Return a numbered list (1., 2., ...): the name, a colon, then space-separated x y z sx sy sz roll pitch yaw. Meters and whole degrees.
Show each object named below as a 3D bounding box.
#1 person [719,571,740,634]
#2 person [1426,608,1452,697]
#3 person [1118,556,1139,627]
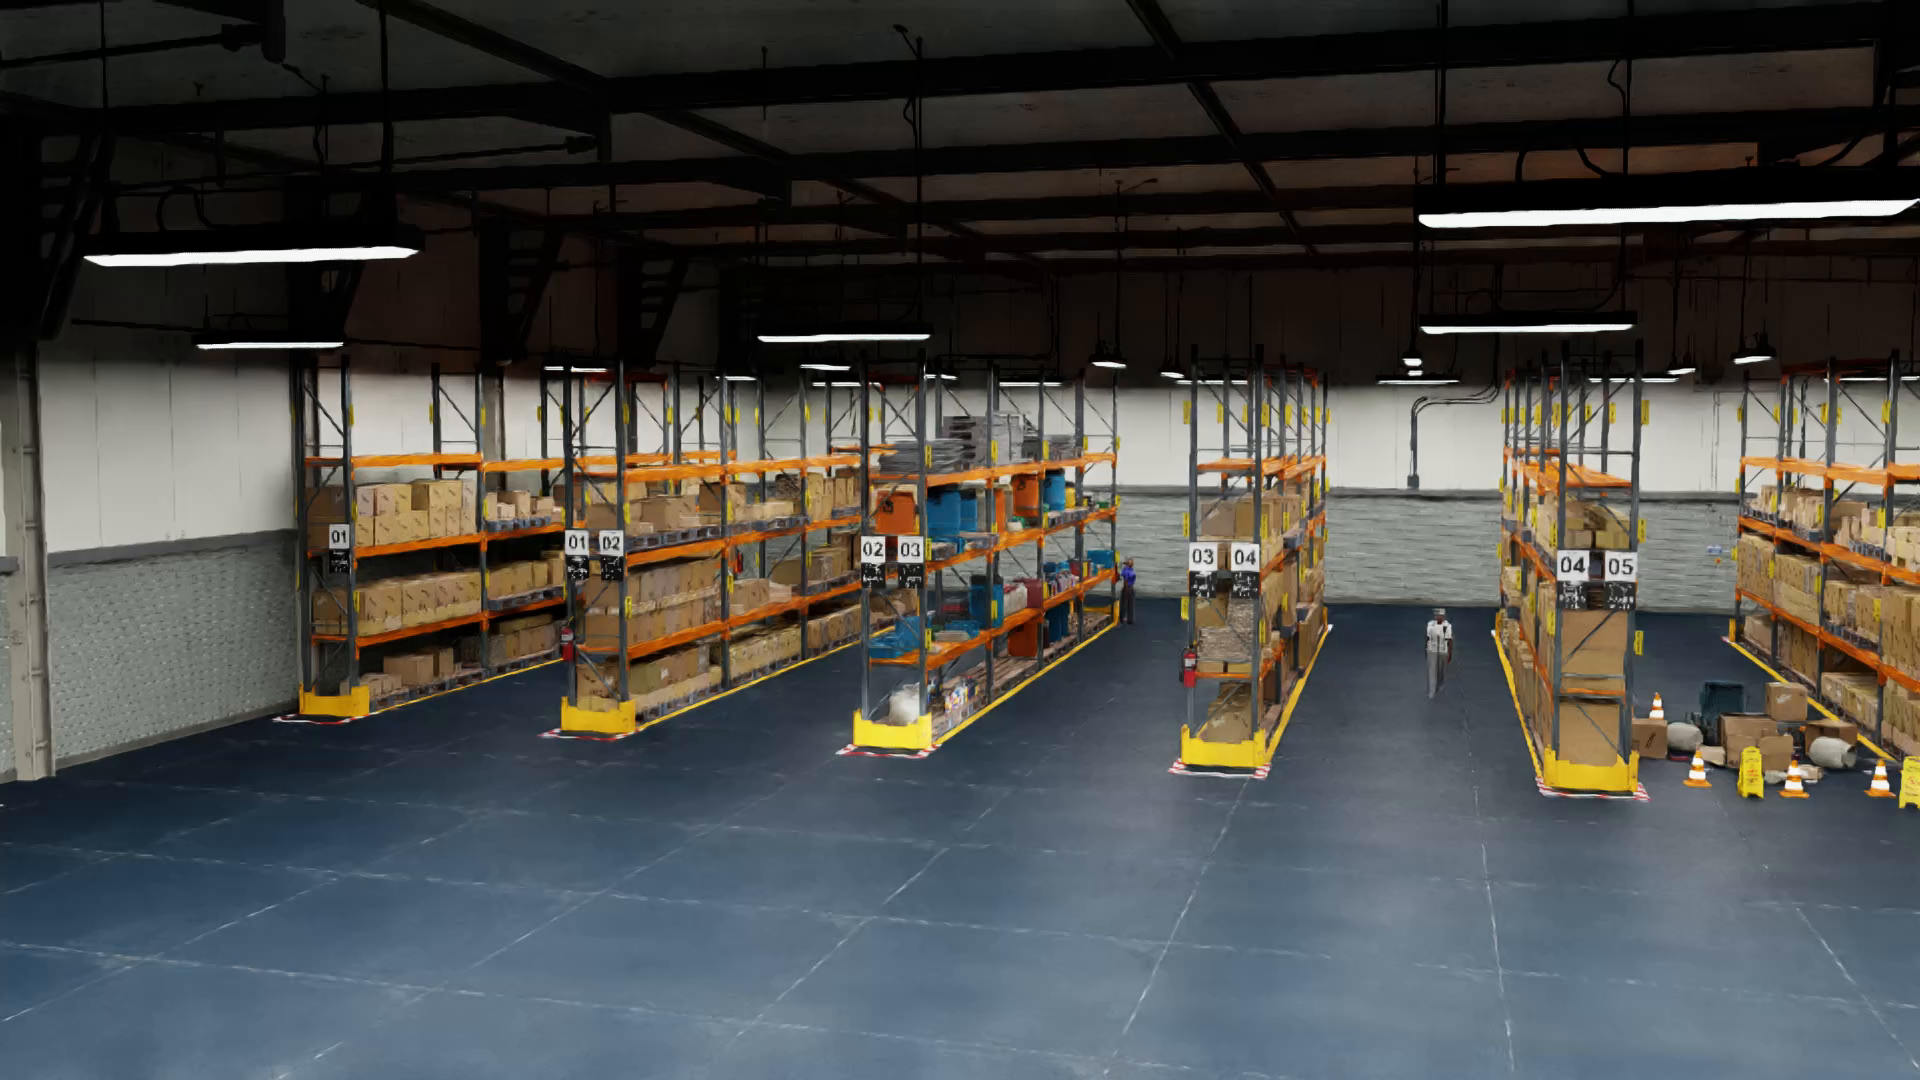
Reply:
1. person: -4.871 1.506 35.242 0.677 1.726 0.571 1 4 14
2. person: 8.524 1.974 29.576 0.445 1.590 1.081 1 4 13
3. person: 3.967 1.207 39.418 0.378 1.656 0.632 3 5 32
